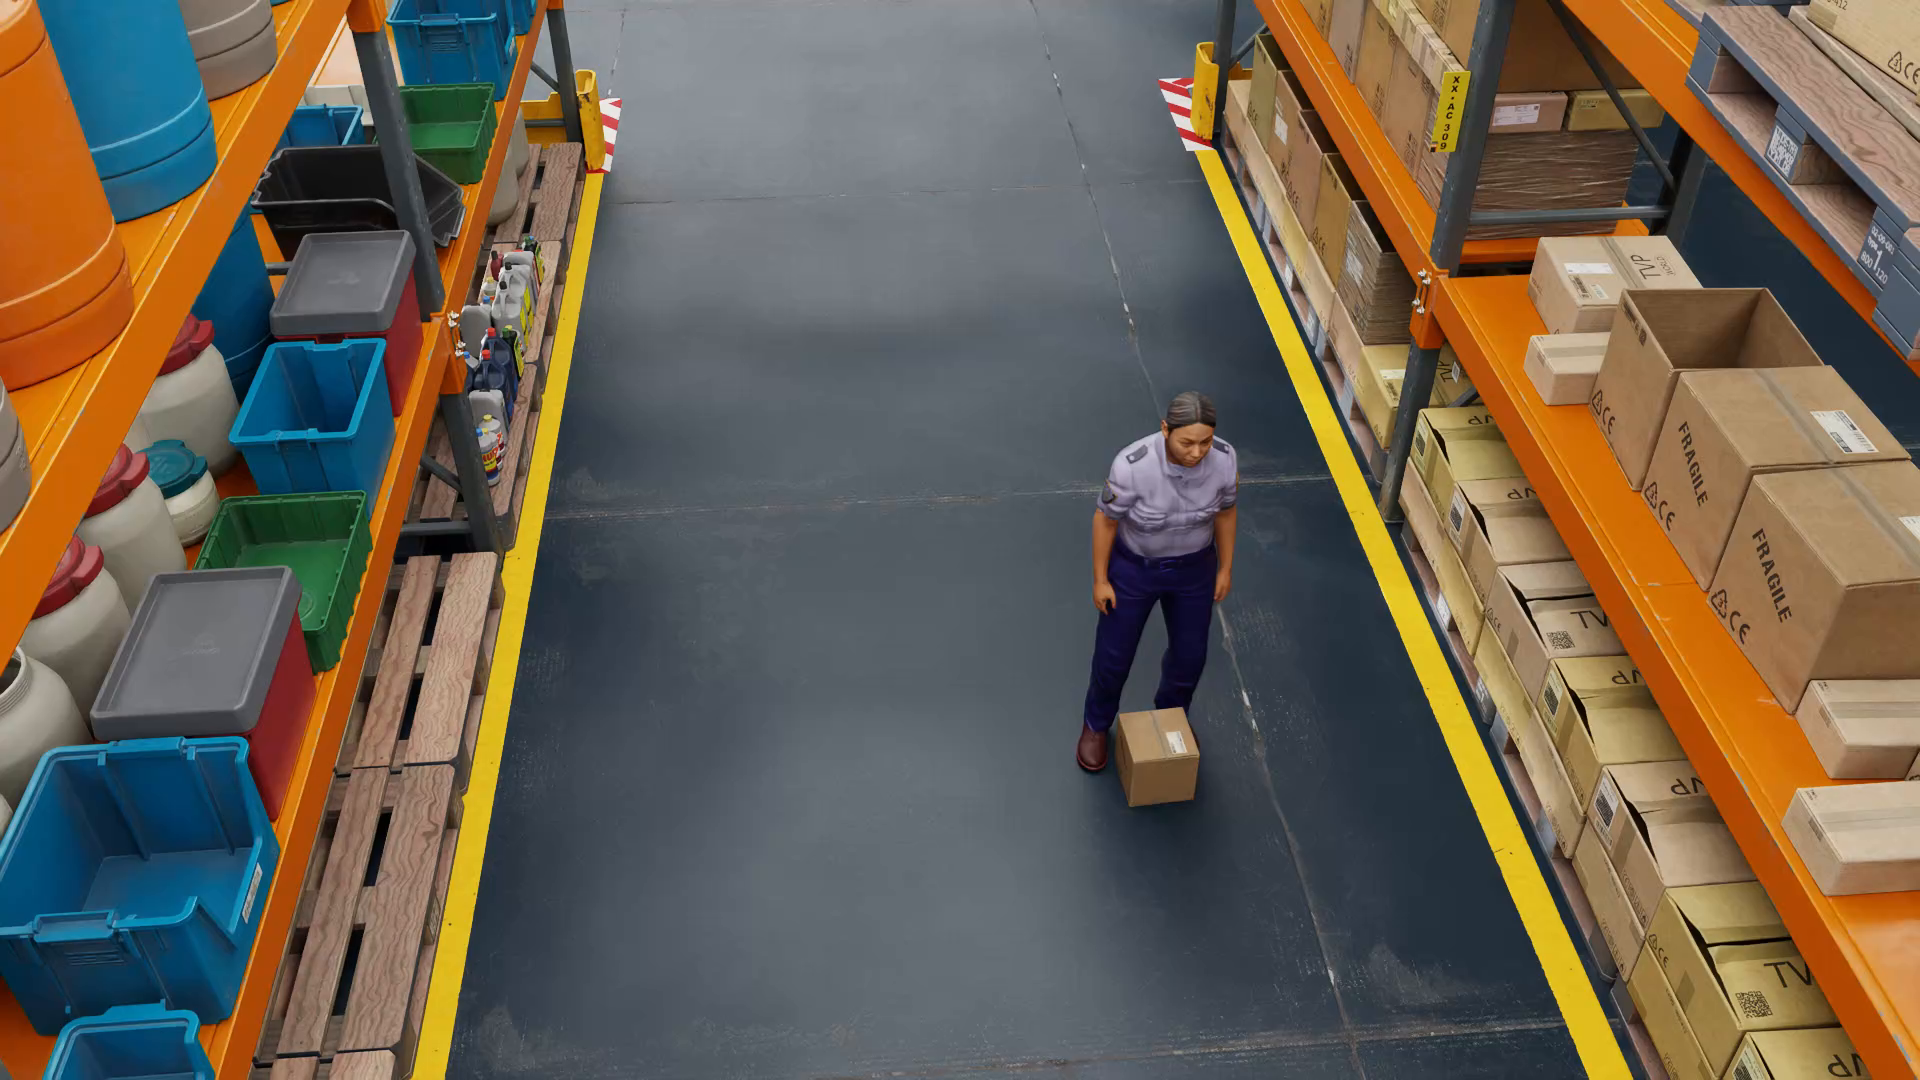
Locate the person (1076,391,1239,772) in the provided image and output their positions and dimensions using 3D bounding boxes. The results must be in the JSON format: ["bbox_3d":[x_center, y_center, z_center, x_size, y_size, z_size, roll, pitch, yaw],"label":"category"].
[{"bbox_3d":[0.715,0.131,6.012,0.561,1.638,0.369,-5,40,-7],"label":"person"}]
